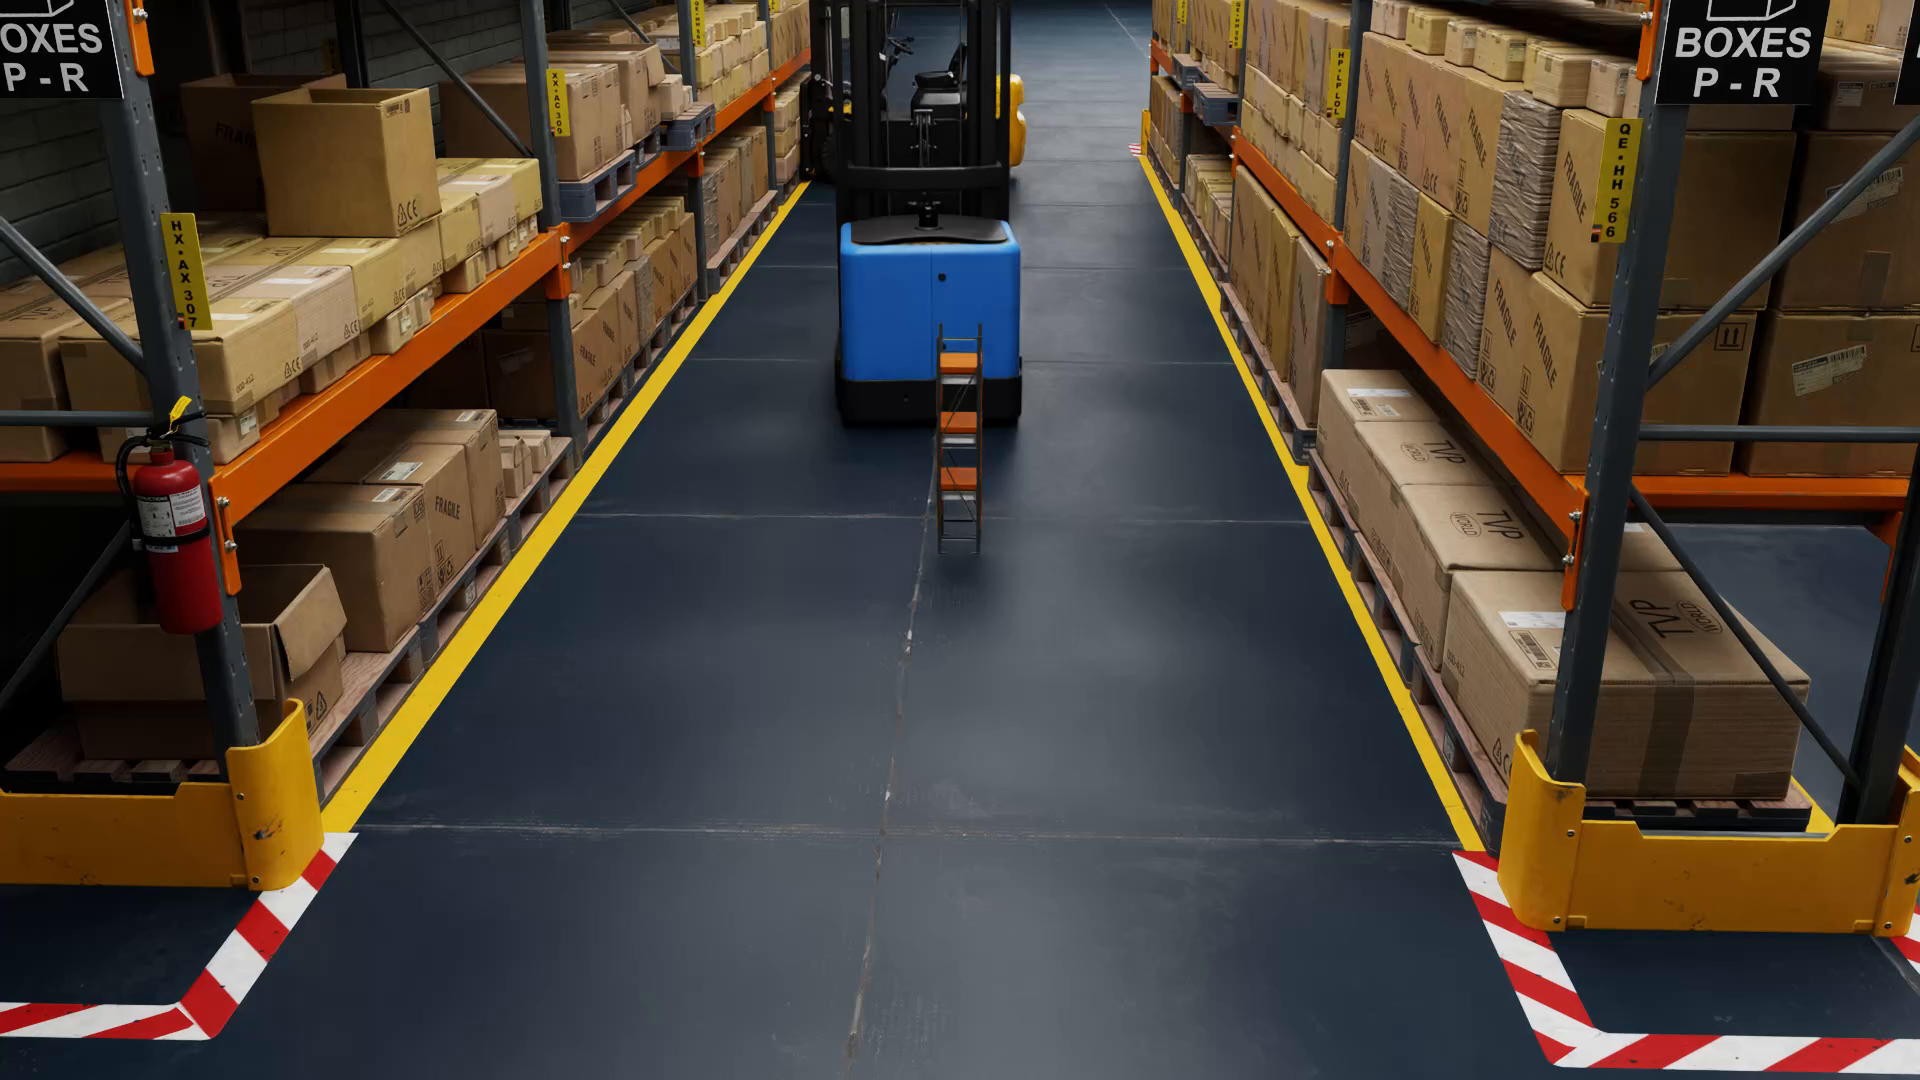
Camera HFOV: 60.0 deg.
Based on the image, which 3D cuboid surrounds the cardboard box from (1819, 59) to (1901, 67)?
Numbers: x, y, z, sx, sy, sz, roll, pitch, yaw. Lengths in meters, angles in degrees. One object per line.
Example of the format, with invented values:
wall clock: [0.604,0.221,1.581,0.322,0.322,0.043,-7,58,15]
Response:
cardboard box: [2.506,-1.324,4.877,0.380,0.149,0.250,1,21,3]

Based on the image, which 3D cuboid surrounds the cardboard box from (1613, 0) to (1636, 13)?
cardboard box: [7.616,-5.590,18.081,0.875,0.550,0.550,1,21,2]

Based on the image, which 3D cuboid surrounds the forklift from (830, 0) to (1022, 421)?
forklift: [-0.251,-2.542,10.529,1.130,2.935,3.031,-1,21,-3]

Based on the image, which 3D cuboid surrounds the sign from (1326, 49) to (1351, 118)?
sign: [1.861,-2.239,8.162,0.100,0.325,0.005,1,21,2]

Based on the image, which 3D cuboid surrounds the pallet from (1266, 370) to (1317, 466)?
pallet: [2.352,-0.714,9.577,1.003,0.211,1.213,1,21,2]

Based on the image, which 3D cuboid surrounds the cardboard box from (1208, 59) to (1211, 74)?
cardboard box: [2.268,-3.941,13.806,0.380,0.149,0.250,0,21,0]

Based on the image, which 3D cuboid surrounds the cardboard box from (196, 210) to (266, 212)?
cardboard box: [-2.869,-1.312,7.060,0.500,0.250,0.500,1,21,3]

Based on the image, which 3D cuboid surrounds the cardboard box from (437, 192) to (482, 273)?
cardboard box: [-2.358,-1.308,7.049,0.500,0.250,0.500,0,21,1]

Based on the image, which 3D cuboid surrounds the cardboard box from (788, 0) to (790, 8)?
cardboard box: [-1.974,-5.604,17.289,0.380,0.149,0.250,0,21,0]

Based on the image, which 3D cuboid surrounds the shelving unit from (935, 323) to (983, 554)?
shelving unit: [-0.002,-0.470,7.789,0.215,1.050,0.252,1,21,2]

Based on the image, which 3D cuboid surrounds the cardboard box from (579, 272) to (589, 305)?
cardboard box: [-2.354,-1.441,9.574,0.380,0.149,0.250,0,21,-1]

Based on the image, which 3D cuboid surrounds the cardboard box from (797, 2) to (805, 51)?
cardboard box: [-1.986,-5.619,18.226,0.500,0.500,0.500,0,21,1]

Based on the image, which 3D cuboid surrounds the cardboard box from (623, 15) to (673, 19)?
cardboard box: [-2.633,-4.353,14.067,0.380,0.149,0.250,1,21,2]

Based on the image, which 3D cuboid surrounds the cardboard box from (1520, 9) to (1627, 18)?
cardboard box: [2.589,-2.158,7.028,0.380,0.149,0.250,0,21,1]

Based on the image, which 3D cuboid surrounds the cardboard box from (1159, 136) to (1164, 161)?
cardboard box: [2.441,-4.316,18.227,0.500,0.250,0.500,2,21,5]

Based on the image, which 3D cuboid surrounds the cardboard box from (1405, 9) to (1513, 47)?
cardboard box: [2.108,-2.163,7.039,0.380,0.149,0.250,0,21,1]

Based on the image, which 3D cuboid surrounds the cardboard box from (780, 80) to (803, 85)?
cardboard box: [-1.910,-4.969,18.527,0.500,0.250,0.500,1,21,2]

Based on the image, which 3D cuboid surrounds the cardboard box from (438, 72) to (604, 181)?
cardboard box: [-2.320,-2.202,8.839,0.700,0.500,0.500,1,21,3]

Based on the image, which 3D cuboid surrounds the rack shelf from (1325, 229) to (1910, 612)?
rack shelf: [2.343,-0.675,6.617,1.077,0.370,4.000,1,21,2]

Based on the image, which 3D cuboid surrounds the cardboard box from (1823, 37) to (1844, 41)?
cardboard box: [7.265,-3.921,13.850,0.500,0.500,0.500,1,21,2]

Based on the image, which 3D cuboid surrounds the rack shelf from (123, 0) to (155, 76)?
rack shelf: [-2.619,-2.127,6.212,1.077,0.370,4.000,1,21,2]

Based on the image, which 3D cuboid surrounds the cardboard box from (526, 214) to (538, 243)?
cardboard box: [-2.315,-1.552,8.229,0.380,0.149,0.250,1,21,2]

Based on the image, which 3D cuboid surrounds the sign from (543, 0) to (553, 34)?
sign: [-2.991,-3.778,12.019,0.100,0.325,0.005,1,21,2]

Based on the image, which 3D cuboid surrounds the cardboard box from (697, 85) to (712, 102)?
cardboard box: [-2.179,-3.321,12.649,0.500,0.250,0.500,1,21,2]

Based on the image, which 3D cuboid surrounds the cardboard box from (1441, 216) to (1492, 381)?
cardboard box: [2.068,-0.879,6.009,0.500,0.500,0.500,1,21,3]

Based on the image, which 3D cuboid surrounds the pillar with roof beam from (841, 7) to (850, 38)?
pillar with roof beam: [1.735,-15.142,34.613,9.100,9.000,0.400,1,21,2]

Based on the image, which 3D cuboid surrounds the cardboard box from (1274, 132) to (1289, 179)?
cardboard box: [2.228,-2.382,10.229,0.500,0.250,0.500,1,21,2]

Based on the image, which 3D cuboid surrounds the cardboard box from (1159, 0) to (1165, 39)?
cardboard box: [2.450,-5.718,18.070,0.500,0.500,0.500,0,21,1]

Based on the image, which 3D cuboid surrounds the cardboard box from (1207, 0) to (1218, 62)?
cardboard box: [2.280,-4.098,13.315,0.500,0.500,0.500,-1,21,-2]

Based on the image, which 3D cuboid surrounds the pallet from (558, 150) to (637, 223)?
pallet: [-2.425,-1.985,9.265,1.003,0.211,1.213,1,21,2]

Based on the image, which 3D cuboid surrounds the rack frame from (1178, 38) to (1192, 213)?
rack frame: [2.647,-4.626,15.806,1.000,3.000,0.127,1,21,2]

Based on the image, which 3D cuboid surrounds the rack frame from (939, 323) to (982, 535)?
rack frame: [0.002,-0.514,7.903,0.200,1.050,0.008,1,21,2]

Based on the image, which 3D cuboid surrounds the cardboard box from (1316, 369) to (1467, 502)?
cardboard box: [2.277,-0.509,8.157,0.875,0.438,0.875,0,21,1]

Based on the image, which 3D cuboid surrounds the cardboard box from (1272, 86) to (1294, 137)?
cardboard box: [2.190,-2.613,10.132,0.500,0.250,0.500,1,21,3]

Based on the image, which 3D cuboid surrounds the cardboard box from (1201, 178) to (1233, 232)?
cardboard box: [2.596,-2.896,14.398,0.950,0.372,0.625,1,21,3]

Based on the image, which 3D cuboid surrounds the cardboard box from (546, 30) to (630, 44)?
cardboard box: [-2.608,-3.291,11.646,0.500,0.500,0.500,2,21,4]

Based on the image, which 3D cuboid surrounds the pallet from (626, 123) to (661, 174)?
pallet: [-2.491,-2.441,10.438,1.003,0.211,1.213,1,21,2]

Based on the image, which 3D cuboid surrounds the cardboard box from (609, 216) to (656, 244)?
cardboard box: [-2.281,-2.096,11.263,0.380,0.149,0.250,1,21,3]

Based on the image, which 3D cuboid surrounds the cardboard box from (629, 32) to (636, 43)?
cardboard box: [-2.629,-3.702,12.389,0.380,0.149,0.250,1,21,3]

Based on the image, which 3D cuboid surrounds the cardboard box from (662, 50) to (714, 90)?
cardboard box: [-2.154,-3.554,12.558,0.500,0.250,0.500,1,21,2]

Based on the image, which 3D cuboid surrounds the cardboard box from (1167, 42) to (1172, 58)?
cardboard box: [2.389,-5.182,17.585,0.380,0.149,0.250,1,21,2]

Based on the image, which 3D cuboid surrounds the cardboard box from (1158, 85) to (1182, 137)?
cardboard box: [2.432,-4.669,18.098,0.500,0.500,0.500,1,21,3]

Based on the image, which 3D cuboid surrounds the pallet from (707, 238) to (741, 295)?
pallet: [-2.372,-2.231,13.486,1.003,0.211,1.213,1,21,2]

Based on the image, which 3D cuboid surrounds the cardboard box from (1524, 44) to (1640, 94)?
cardboard box: [2.049,-1.512,5.361,0.380,0.149,0.250,1,21,3]

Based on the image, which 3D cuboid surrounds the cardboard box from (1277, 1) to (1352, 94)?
cardboard box: [2.210,-2.969,10.013,0.500,0.500,0.500,1,21,2]

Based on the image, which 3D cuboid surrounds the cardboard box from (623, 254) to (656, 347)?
cardboard box: [-2.270,-1.551,10.753,0.500,0.500,0.500,0,21,0]

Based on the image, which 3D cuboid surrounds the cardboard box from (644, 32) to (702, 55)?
cardboard box: [-2.132,-3.695,12.369,0.380,0.149,0.250,1,21,3]

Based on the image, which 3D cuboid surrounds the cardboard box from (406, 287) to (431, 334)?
cardboard box: [-2.319,-0.900,6.550,0.380,0.149,0.250,1,21,3]

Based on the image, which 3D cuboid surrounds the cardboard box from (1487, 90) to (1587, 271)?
cardboard box: [2.045,-1.167,5.369,0.500,0.500,0.500,1,21,2]

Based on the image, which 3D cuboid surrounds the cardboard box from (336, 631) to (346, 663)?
cardboard box: [-2.514,0.419,6.163,0.380,0.149,0.250,0,21,-1]

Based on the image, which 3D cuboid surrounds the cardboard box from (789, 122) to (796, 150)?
cardboard box: [-1.978,-4.180,17.186,0.500,0.250,0.500,1,21,1]

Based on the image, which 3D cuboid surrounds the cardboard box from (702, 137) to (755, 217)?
cardboard box: [-2.351,-3.299,15.087,0.875,0.625,0.625,0,21,1]

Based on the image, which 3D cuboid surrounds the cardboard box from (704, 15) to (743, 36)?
cardboard box: [-2.043,-4.344,14.042,0.380,0.149,0.250,0,21,0]
